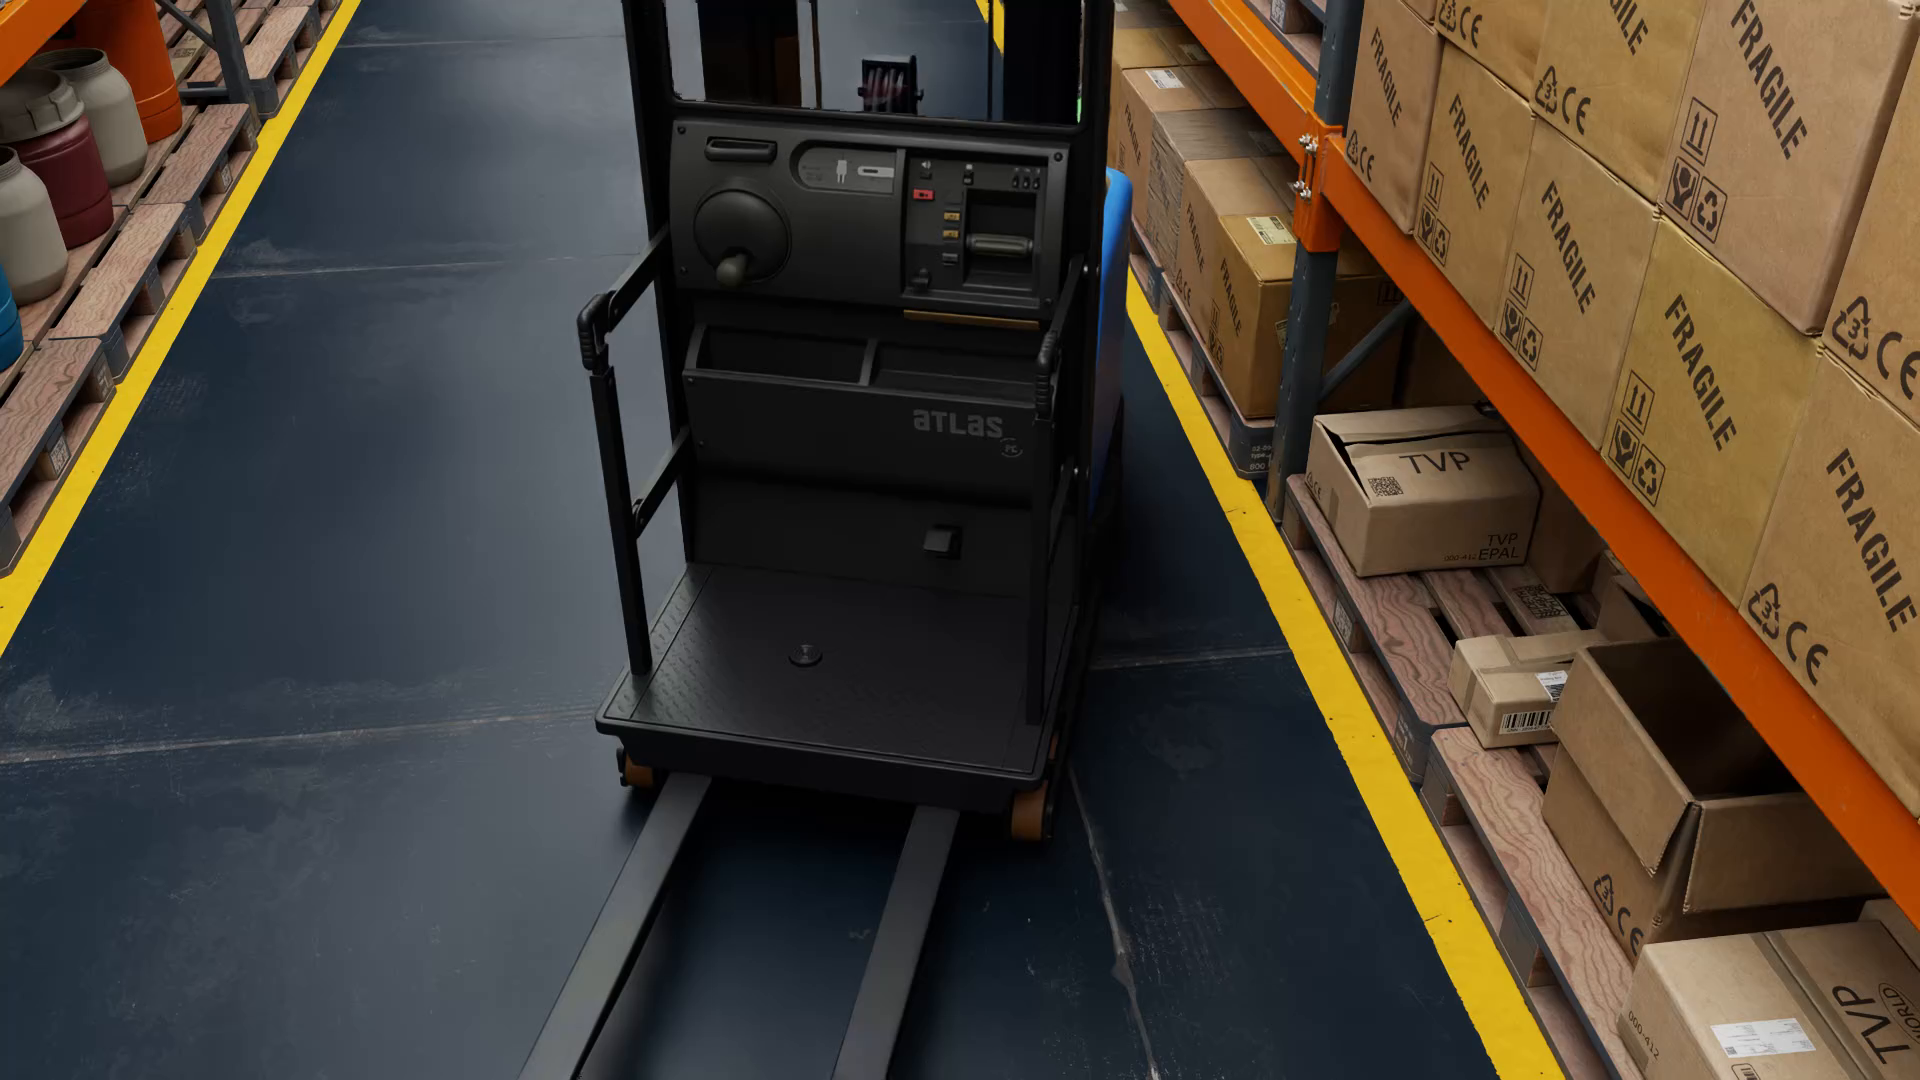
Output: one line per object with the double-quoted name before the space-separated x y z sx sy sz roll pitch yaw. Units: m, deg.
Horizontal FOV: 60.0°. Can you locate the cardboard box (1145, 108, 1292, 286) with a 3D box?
"cardboard box" 1.019 -1.316 6.346 0.500 0.500 0.500 -4 34 -6

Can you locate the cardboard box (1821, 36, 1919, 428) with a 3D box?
"cardboard box" 1.557 -0.378 2.164 0.500 0.500 0.500 -3 34 -5

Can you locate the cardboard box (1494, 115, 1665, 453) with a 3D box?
"cardboard box" 1.430 -0.528 3.273 0.500 0.500 0.500 -5 35 -7

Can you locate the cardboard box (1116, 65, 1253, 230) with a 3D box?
"cardboard box" 0.948 -1.599 6.762 0.500 0.500 0.500 -5 35 -8

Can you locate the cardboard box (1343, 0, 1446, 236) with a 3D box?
"cardboard box" 1.293 -1.093 4.102 0.500 0.500 0.500 -4 34 -5

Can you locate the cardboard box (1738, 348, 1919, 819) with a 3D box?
"cardboard box" 1.567 0.037 2.444 0.500 0.500 0.500 -4 34 -6

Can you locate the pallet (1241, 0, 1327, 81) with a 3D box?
"pallet" 1.495 -1.732 5.298 1.003 0.211 1.213 -4 35 -6

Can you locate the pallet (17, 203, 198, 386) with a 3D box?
"pallet" -3.644 -0.948 6.453 1.003 0.211 1.213 -4 35 -6

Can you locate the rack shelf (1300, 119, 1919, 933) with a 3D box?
"rack shelf" 1.763 0.056 3.142 1.077 0.370 4.000 -4 35 -6

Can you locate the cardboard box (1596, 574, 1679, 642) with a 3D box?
"cardboard box" 1.953 0.287 4.162 0.500 0.311 0.500 -4 35 -6

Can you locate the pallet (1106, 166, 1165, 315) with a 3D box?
"pallet" 1.180 -1.338 7.026 1.003 0.211 1.213 -4 35 -6

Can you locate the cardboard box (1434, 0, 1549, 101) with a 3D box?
"cardboard box" 1.349 -1.239 3.428 0.500 0.500 0.500 -5 35 -8

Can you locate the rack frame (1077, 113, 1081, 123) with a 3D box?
"rack frame" 0.253 -0.796 5.352 0.240 1.200 0.015 6 35 9

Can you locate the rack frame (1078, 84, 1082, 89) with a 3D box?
"rack frame" 0.347 -1.065 5.748 0.240 1.200 0.015 6 35 9

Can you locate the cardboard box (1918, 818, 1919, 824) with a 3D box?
"cardboard box" 1.629 0.315 2.035 0.500 0.500 0.500 -4 34 -6

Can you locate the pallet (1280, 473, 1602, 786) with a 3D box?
"pallet" 1.586 0.179 4.800 1.003 0.211 1.213 -4 35 -6

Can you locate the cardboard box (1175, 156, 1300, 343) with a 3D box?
"cardboard box" 1.086 -1.036 5.936 0.500 0.500 0.500 -4 35 -6

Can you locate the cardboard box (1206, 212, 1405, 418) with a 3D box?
"cardboard box" 1.144 -0.759 5.530 0.500 0.500 0.500 -5 35 -7

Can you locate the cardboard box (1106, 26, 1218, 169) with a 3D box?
"cardboard box" 0.873 -1.890 7.189 0.500 0.500 0.500 -5 35 -7

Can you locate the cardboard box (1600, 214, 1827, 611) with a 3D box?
"cardboard box" 1.500 -0.245 2.857 0.500 0.500 0.500 -5 35 -7

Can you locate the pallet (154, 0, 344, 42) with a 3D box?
"pallet" -4.179 -3.178 9.726 1.003 0.211 1.213 -4 35 -6

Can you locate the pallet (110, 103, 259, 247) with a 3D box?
"pallet" -3.805 -1.627 7.450 1.003 0.211 1.213 -4 35 -6

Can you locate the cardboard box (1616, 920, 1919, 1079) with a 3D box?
"cardboard box" 1.617 1.013 3.152 0.500 0.250 0.500 -4 35 -6

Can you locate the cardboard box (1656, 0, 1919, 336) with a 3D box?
"cardboard box" 1.488 -0.664 2.584 0.500 0.500 0.500 -3 34 -5

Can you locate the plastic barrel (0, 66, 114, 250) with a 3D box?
"plastic barrel" -3.718 -1.491 6.543 0.600 0.588 0.708 -4 35 -6

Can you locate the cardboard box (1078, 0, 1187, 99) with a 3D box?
"cardboard box" 0.810 -2.171 7.600 0.500 0.500 0.500 -6 35 -8

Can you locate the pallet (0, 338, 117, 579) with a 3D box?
"pallet" -3.477 -0.265 5.452 1.003 0.211 1.213 -4 35 -6

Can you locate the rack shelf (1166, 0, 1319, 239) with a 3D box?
"rack shelf" 1.225 -2.176 6.418 1.077 0.370 4.000 -4 35 -6

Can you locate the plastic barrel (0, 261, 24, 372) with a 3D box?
"plastic barrel" -3.566 -0.990 5.530 0.600 0.901 0.708 -4 35 -6

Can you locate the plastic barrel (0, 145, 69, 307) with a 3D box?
"plastic barrel" -3.553 -1.151 6.112 0.421 0.512 0.421 0 34 0

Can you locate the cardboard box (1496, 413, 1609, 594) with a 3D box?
"cardboard box" 1.852 -0.209 4.723 0.500 0.500 0.500 -4 35 -6

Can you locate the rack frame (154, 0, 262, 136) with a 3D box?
"rack frame" -3.952 -3.216 7.305 1.000 3.000 0.127 -4 35 -6

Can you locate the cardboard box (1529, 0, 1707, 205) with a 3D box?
"cardboard box" 1.417 -0.952 3.007 0.500 0.500 0.500 -5 35 -8

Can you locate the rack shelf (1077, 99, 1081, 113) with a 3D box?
"rack shelf" 0.300 -1.274 5.316 0.258 0.148 0.480 6 35 9

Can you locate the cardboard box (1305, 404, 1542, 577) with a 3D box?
"cardboard box" 1.336 -0.177 4.843 0.500 0.311 0.500 -4 35 -6

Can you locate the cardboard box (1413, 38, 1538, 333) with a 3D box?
"cardboard box" 1.365 -0.808 3.683 0.500 0.500 0.500 -4 34 -6

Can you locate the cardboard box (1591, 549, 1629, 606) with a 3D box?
"cardboard box" 1.962 0.141 4.521 0.380 0.149 0.250 -4 35 -6

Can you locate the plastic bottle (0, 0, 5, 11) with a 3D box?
"plastic bottle" -3.255 -1.866 5.434 0.152 0.276 0.135 -4 35 -6

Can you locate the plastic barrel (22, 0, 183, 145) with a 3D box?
"plastic barrel" -3.870 -2.221 7.400 0.600 0.830 0.708 -4 35 -6

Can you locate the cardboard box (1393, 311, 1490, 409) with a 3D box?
"cardboard box" 1.671 -0.794 5.581 0.500 0.500 0.500 -6 35 -9

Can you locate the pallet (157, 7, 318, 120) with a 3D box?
"pallet" -4.018 -2.499 8.729 1.003 0.211 1.213 -4 35 -6

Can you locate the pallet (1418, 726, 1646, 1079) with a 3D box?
"pallet" 1.753 0.861 3.799 1.003 0.211 1.213 -4 35 -6

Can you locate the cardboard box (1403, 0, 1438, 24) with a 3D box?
"cardboard box" 1.279 -1.527 3.851 0.500 0.500 0.500 -4 34 -5

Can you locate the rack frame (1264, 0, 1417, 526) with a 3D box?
"rack frame" 1.494 -1.357 4.577 1.000 3.000 0.127 -4 35 -6

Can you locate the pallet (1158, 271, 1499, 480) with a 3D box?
"pallet" 1.348 -0.656 6.025 1.003 0.211 1.213 -4 35 -6

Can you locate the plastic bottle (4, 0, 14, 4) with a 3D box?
"plastic bottle" -3.243 -1.931 5.534 0.097 0.271 0.097 0 34 0

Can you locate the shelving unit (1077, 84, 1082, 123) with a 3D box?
"shelving unit" 0.300 -0.931 5.550 0.258 1.200 0.503 6 35 9

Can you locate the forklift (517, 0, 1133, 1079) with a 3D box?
"forklift" -0.256 -0.686 3.654 1.130 2.935 3.031 6 35 9

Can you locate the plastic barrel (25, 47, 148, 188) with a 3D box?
"plastic barrel" -3.705 -1.781 7.037 0.421 0.512 0.421 0 34 0

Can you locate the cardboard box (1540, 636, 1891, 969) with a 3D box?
"cardboard box" 1.752 0.541 3.619 0.797 0.503 0.637 -4 35 -6

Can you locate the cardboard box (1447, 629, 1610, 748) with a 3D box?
"cardboard box" 1.463 0.365 4.177 0.380 0.166 0.250 -4 35 -6

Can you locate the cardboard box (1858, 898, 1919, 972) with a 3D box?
"cardboard box" 2.106 0.947 3.248 0.500 0.250 0.500 -4 35 -6
